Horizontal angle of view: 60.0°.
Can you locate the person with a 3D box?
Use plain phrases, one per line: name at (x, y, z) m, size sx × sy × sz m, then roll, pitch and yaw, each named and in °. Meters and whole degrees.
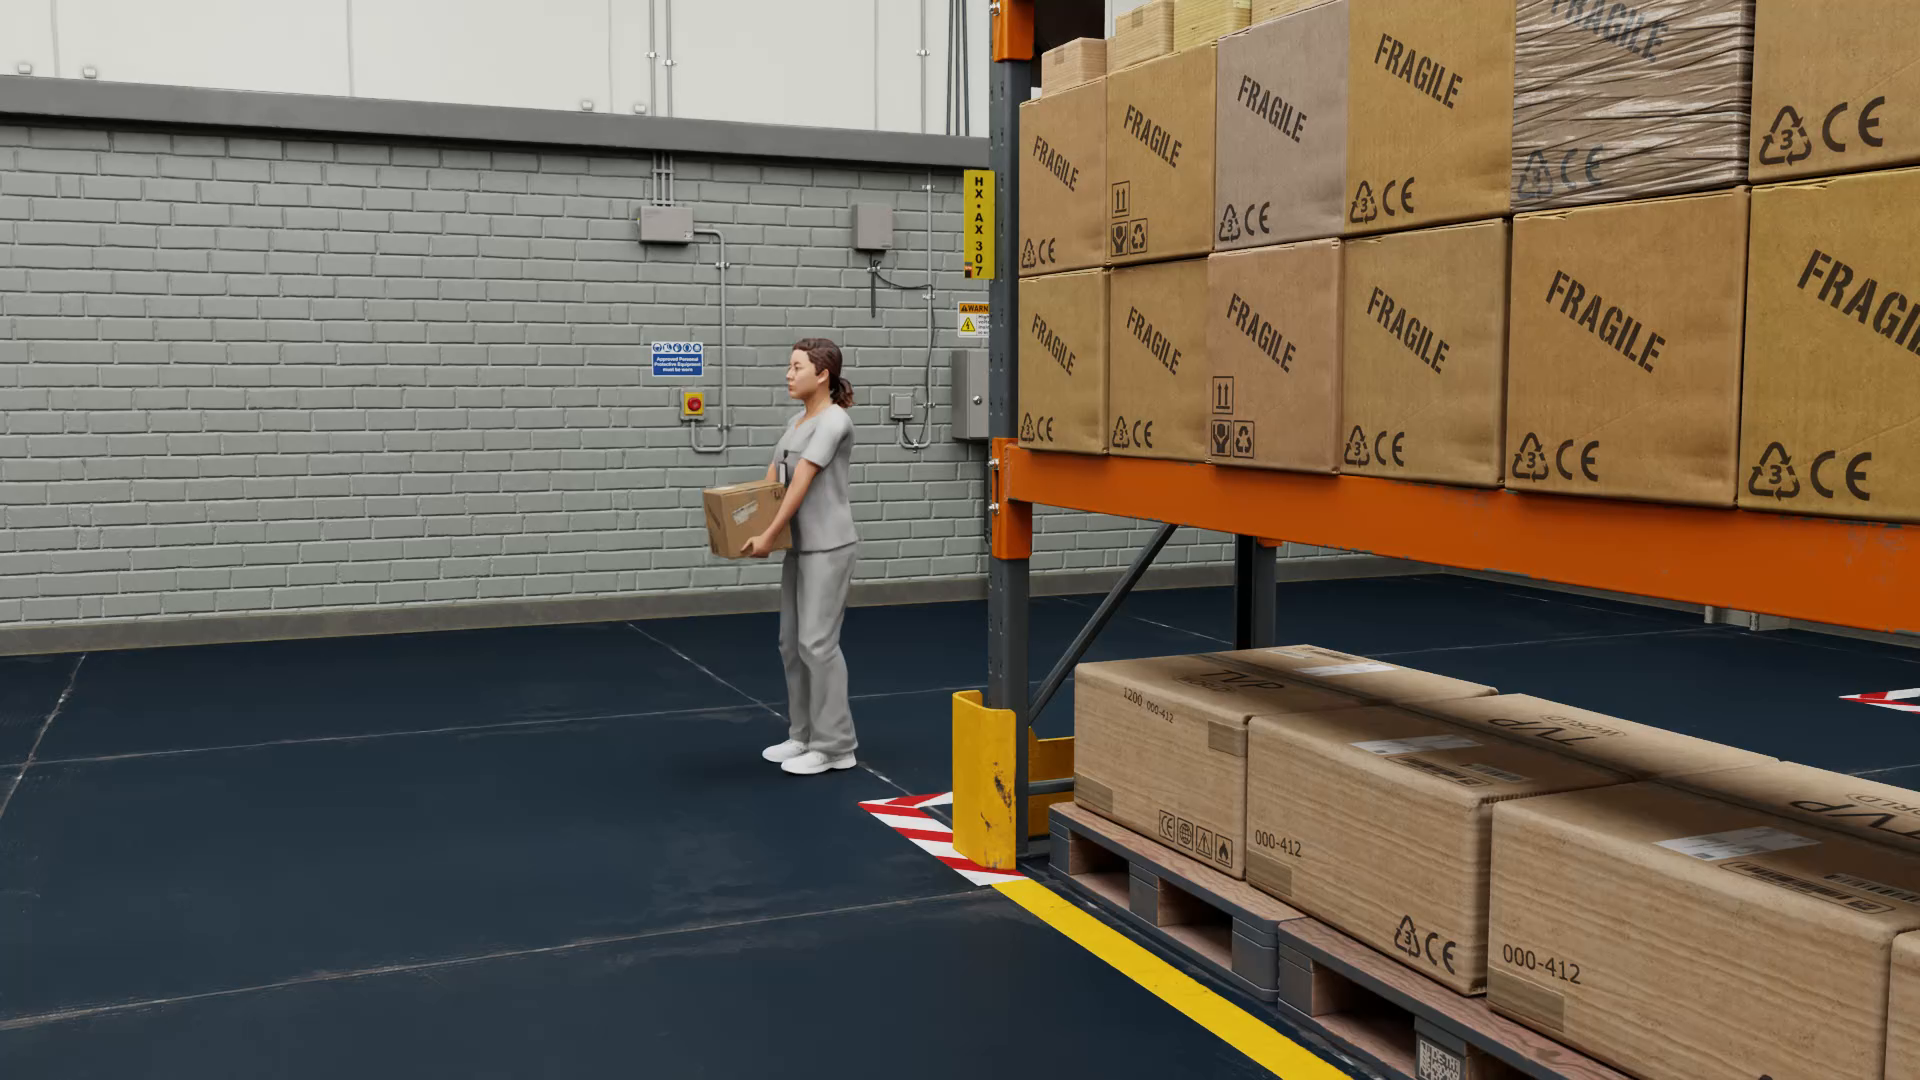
person at (-0.638, 0.059, 6.421) m, size 0.513 × 1.668 × 0.410 m, roll -3°, pitch 6°, yaw -25°
